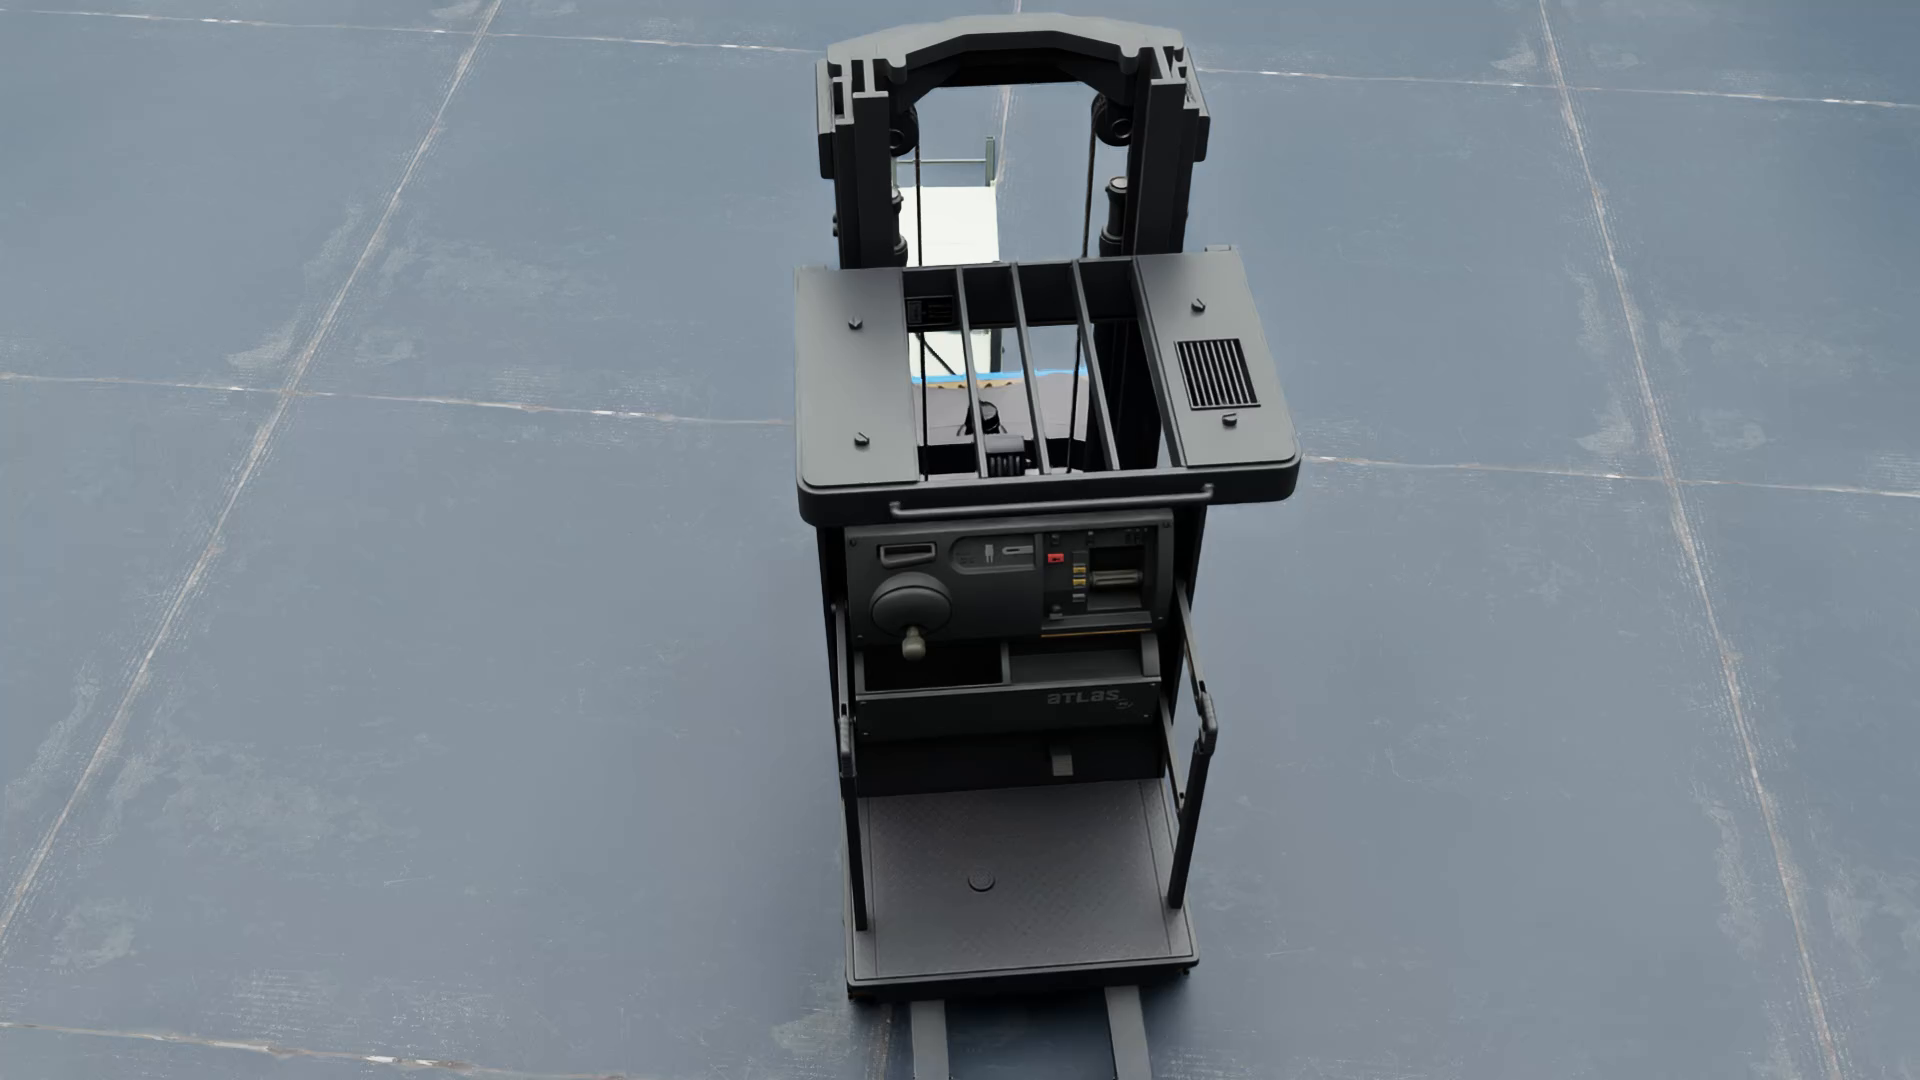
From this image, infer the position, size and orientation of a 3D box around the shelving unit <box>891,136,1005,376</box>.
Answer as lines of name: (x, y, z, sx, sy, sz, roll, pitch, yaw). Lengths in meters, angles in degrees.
shelving unit: (-0.064, -0.695, 6.395, 0.431, 1.500, 0.755, -1, 48, -1)

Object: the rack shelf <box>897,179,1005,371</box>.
rack shelf: (-0.064, -0.958, 6.107, 0.431, 0.370, 0.720, -1, 48, -1)

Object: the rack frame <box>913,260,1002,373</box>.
rack frame: (-0.057, -0.425, 6.148, 0.400, 1.500, 0.023, -1, 48, -1)

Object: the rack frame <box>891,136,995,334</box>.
rack frame: (-0.070, -0.965, 6.642, 0.400, 1.500, 0.023, -1, 48, -1)

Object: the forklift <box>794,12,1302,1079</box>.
forklift: (0.162, 0.227, 4.582, 1.130, 2.935, 3.031, -3, 48, -3)

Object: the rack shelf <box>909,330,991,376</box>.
rack shelf: (-0.064, -0.475, 6.636, 0.431, 0.370, 0.720, -1, 48, -1)
